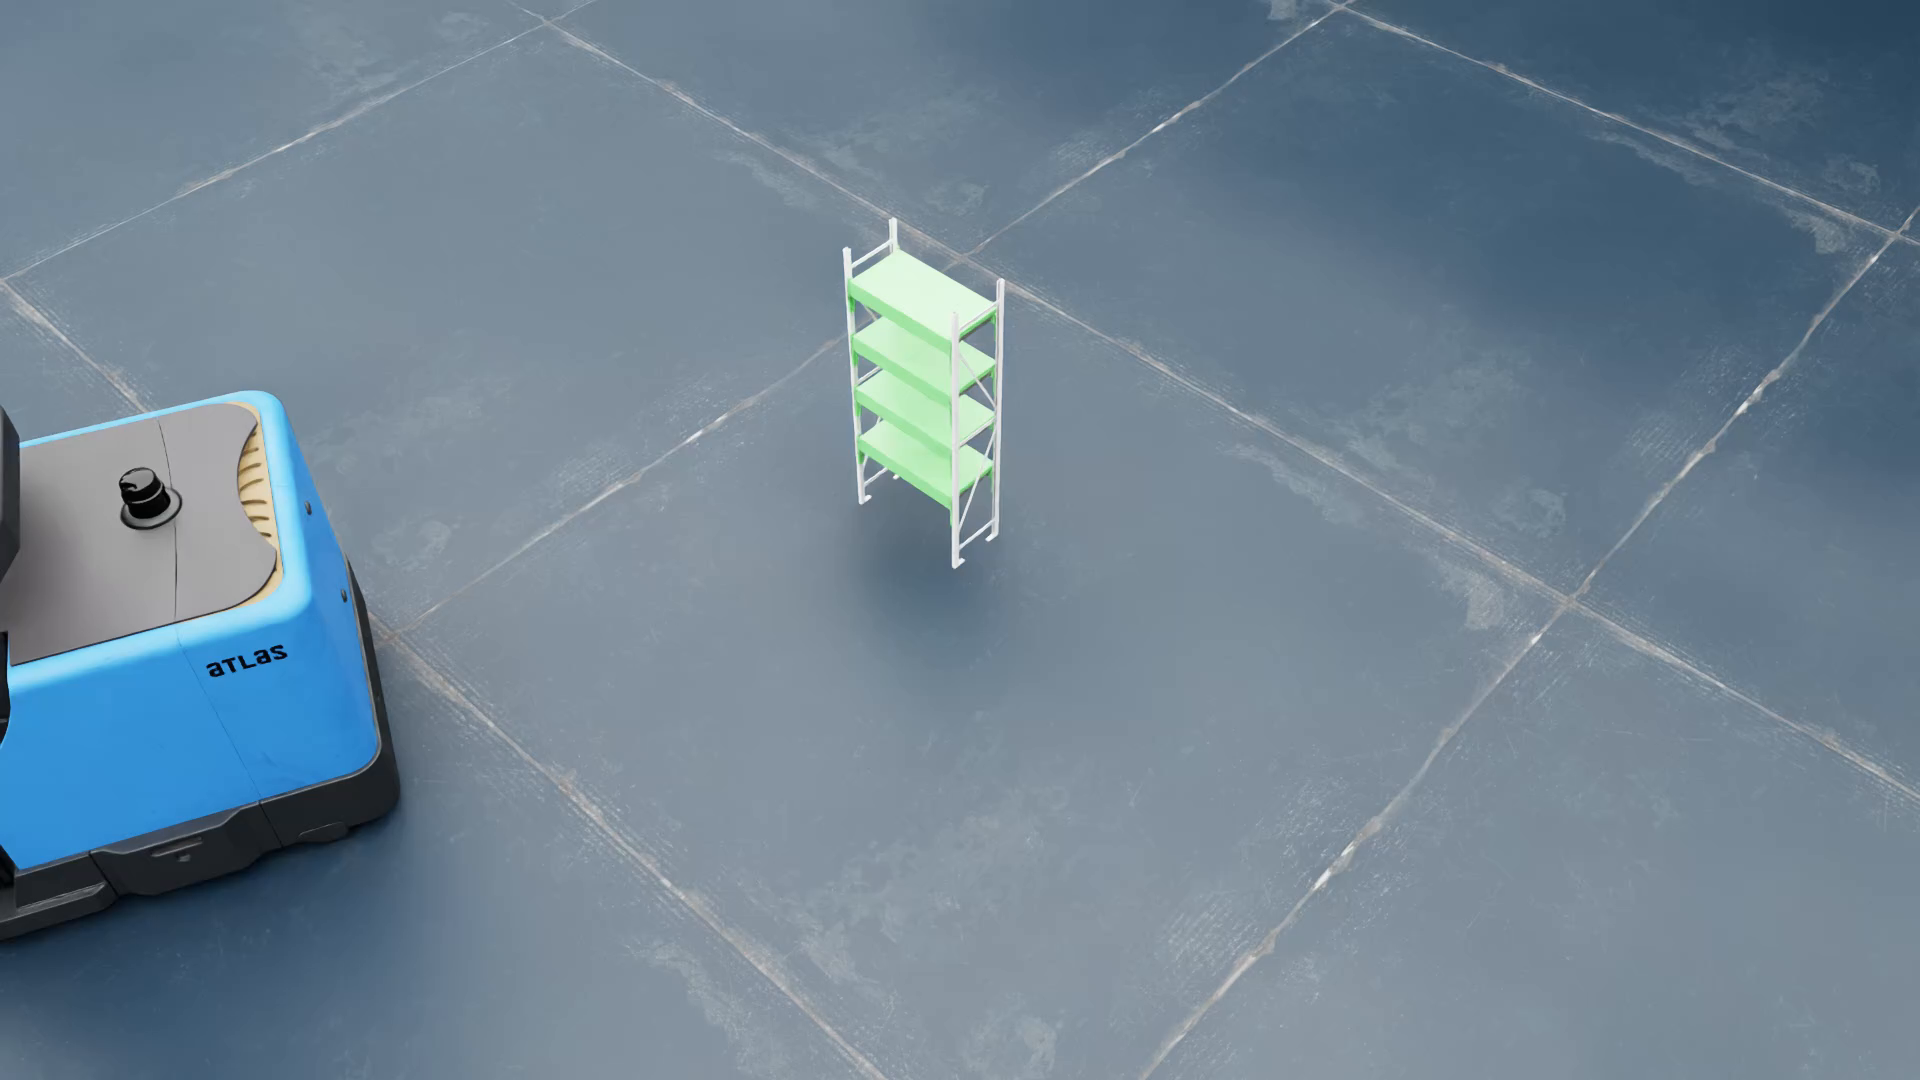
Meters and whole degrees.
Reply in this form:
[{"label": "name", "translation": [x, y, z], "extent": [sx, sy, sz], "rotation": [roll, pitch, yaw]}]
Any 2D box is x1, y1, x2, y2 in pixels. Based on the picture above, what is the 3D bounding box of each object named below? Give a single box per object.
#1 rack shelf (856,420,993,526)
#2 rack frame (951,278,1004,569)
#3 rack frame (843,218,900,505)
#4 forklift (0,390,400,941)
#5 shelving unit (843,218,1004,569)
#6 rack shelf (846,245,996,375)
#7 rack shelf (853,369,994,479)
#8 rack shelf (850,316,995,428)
[{"label": "rack shelf", "translation": [-0.122, -0.285, 6.111], "extent": [0.480, 0.148, 0.258], "rotation": [34, 55, 28]}, {"label": "rack frame", "translation": [0.058, -0.372, 5.776], "extent": [0.015, 1.200, 0.240], "rotation": [34, 55, 28]}, {"label": "rack frame", "translation": [-0.301, -0.613, 6.003], "extent": [0.015, 1.200, 0.240], "rotation": [34, 55, 28]}, {"label": "forklift", "translation": [-3.383, -0.043, 4.279], "extent": [3.031, 2.935, 1.130], "rotation": [-16, 49, -14]}, {"label": "shelving unit", "translation": [-0.122, -0.493, 5.889], "extent": [0.503, 1.200, 0.258], "rotation": [34, 55, 28]}, {"label": "rack shelf", "translation": [-0.122, -0.777, 5.586], "extent": [0.480, 0.148, 0.258], "rotation": [34, 55, 28]}, {"label": "rack shelf", "translation": [-0.122, -0.449, 5.936], "extent": [0.480, 0.148, 0.258], "rotation": [34, 55, 28]}, {"label": "rack shelf", "translation": [-0.122, -0.613, 5.761], "extent": [0.480, 0.148, 0.258], "rotation": [34, 55, 28]}]
